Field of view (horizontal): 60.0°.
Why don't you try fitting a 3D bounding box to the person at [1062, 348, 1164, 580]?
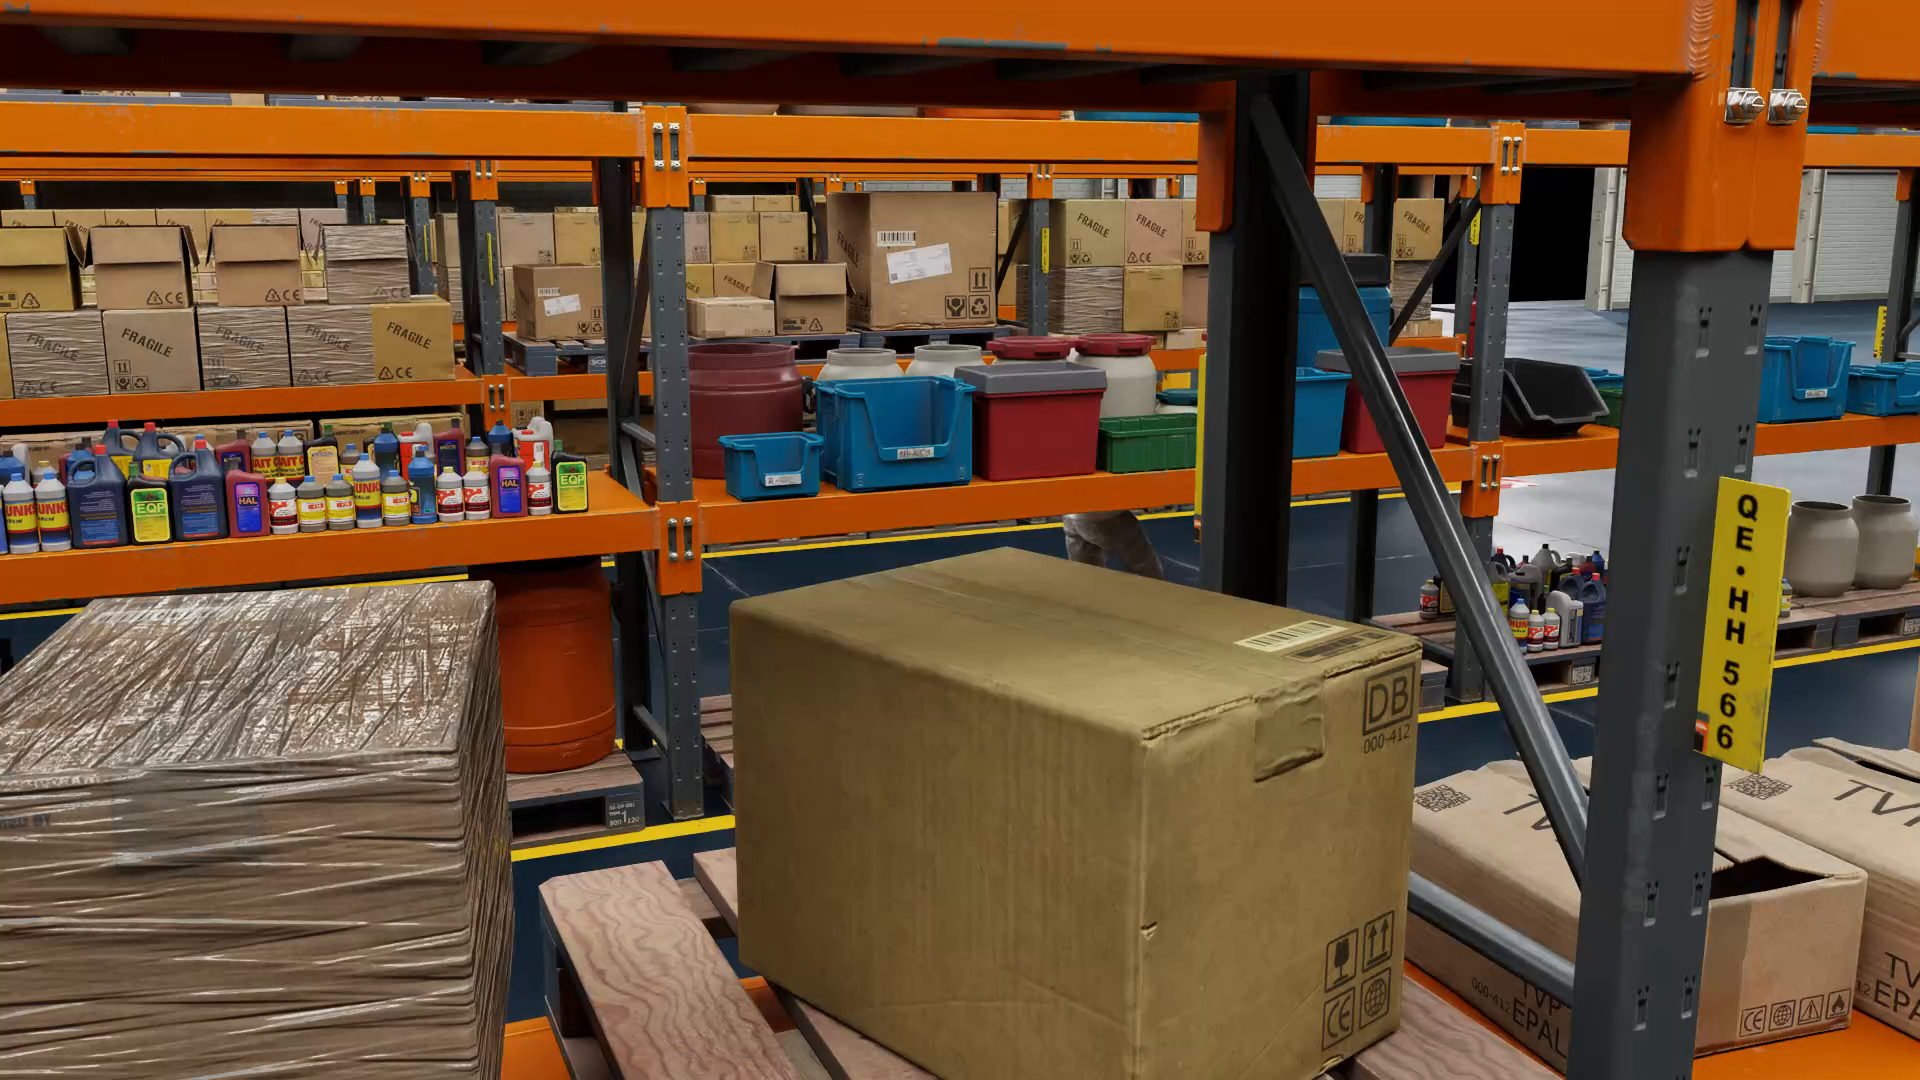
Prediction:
[{"bbox_3d":[0.770,-0.137,8.575,0.584,1.778,0.487,-5,13,-23],"label":"person"}]
